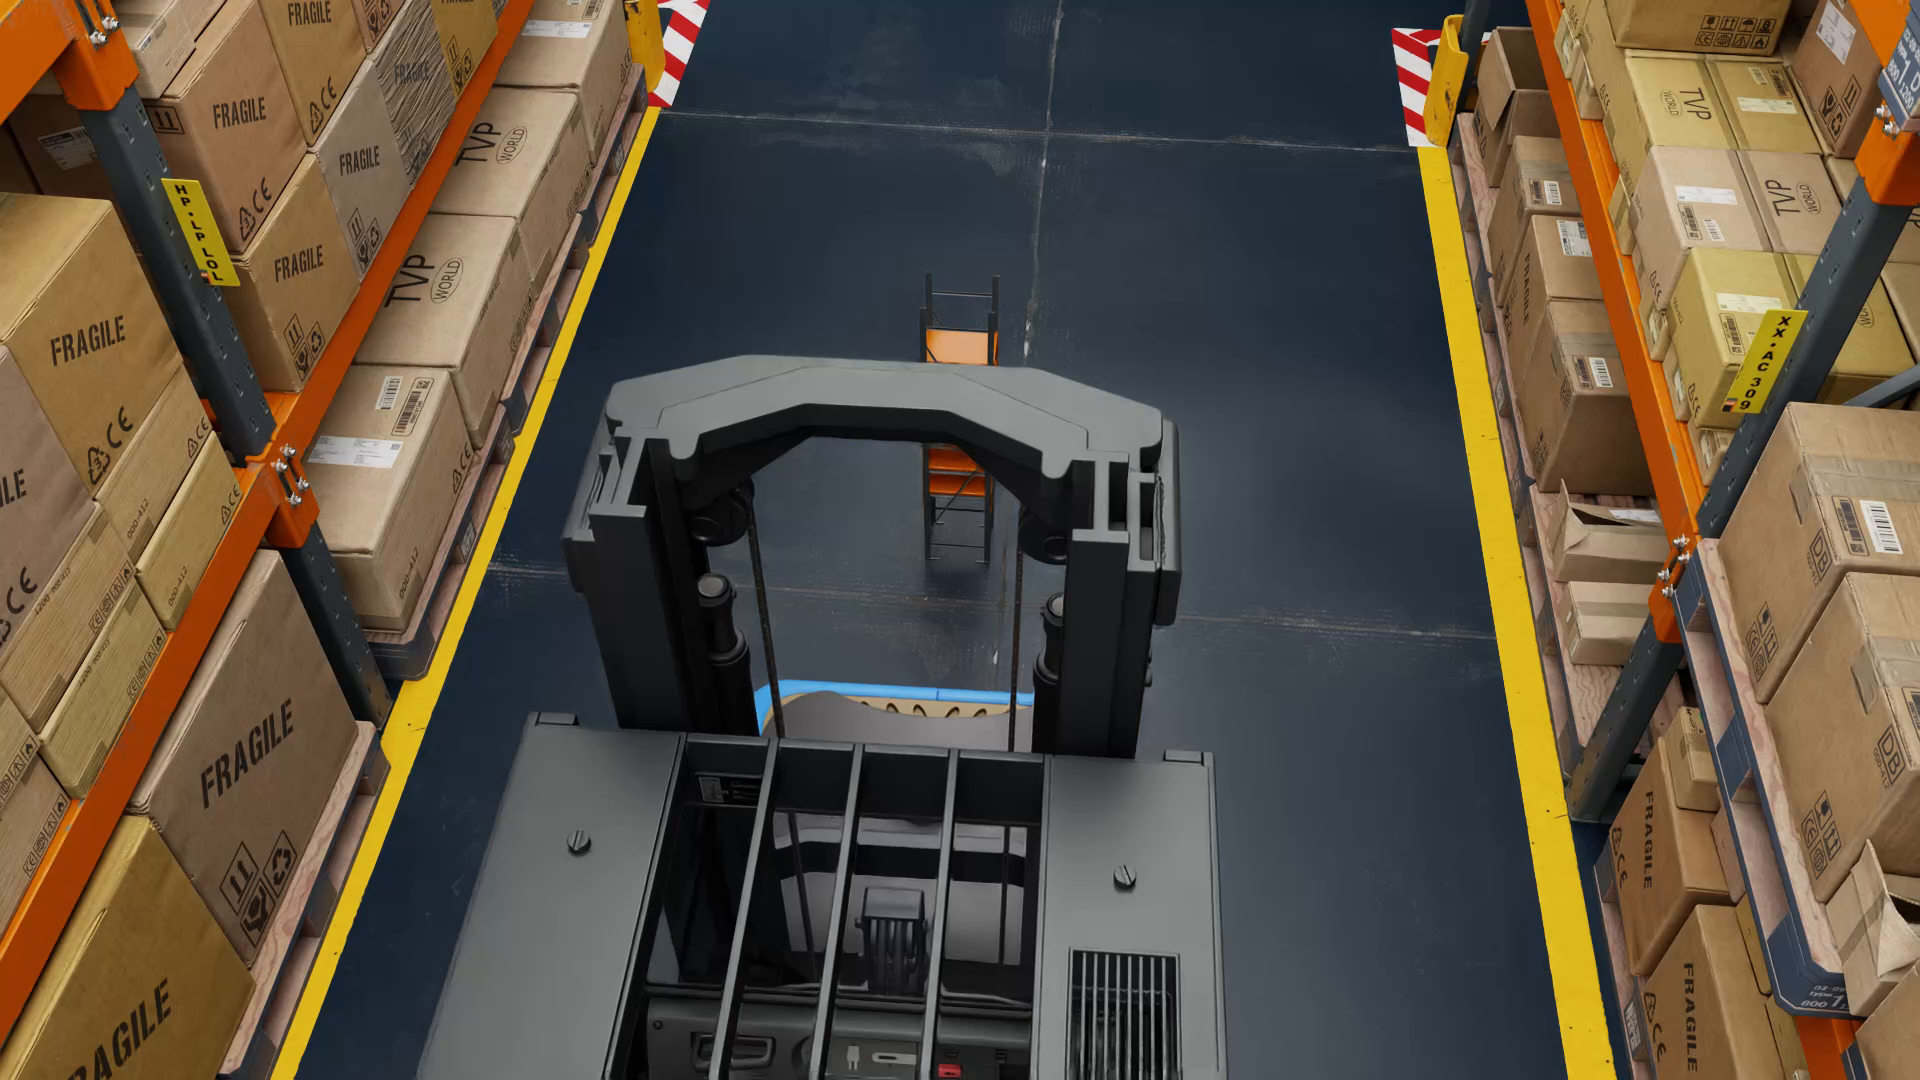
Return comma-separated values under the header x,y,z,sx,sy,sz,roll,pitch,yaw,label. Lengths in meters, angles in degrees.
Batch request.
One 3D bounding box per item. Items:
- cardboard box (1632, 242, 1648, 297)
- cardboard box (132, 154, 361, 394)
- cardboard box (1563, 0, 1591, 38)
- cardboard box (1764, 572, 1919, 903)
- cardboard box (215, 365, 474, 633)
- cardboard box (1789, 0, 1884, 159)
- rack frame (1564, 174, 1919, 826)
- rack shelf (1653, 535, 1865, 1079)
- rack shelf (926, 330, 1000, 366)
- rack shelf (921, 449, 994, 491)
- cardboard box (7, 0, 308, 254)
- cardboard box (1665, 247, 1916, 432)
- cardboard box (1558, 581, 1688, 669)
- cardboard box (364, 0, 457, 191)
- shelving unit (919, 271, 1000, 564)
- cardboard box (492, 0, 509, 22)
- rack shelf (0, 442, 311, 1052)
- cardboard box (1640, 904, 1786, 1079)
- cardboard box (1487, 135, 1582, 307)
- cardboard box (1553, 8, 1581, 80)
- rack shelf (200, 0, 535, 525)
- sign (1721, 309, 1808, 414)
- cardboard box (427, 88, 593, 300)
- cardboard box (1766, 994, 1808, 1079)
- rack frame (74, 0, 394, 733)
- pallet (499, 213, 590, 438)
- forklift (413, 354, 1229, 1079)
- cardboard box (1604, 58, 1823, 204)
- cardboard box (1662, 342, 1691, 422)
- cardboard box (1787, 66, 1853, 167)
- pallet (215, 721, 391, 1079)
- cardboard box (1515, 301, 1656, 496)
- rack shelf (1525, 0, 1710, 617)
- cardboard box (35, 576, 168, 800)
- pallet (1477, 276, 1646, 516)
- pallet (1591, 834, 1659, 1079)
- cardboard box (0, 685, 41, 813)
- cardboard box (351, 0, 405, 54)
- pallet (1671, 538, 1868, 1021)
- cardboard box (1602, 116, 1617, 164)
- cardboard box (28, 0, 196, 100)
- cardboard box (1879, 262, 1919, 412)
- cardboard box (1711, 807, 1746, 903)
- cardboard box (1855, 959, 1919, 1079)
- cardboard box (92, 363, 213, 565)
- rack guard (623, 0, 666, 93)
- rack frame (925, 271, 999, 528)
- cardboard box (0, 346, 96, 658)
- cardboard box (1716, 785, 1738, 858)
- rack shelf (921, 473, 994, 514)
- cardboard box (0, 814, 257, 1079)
x,y,z,sx,sy,sz,roll,pitch,yaw,label
2.318,-0.849,5.164,0.380,0.149,0.250,5,48,5,cardboard box
-2.152,-0.798,4.879,0.500,0.500,0.500,5,48,5,cardboard box
2.454,-2.037,5.980,0.500,0.250,0.500,3,48,3,cardboard box
2.174,0.440,3.463,0.700,0.500,0.500,4,48,4,cardboard box
-2.291,-0.168,5.823,0.875,0.438,0.875,3,48,3,cardboard box
2.889,-1.485,4.967,0.500,0.500,0.500,3,48,2,cardboard box
2.488,-0.106,4.314,1.000,3.000,0.127,4,48,4,rack frame
2.306,1.607,3.235,1.077,0.370,4.000,4,48,4,rack shelf
-0.001,-0.607,5.565,0.258,0.103,0.180,4,48,4,rack shelf
-0.001,-0.283,5.919,0.258,0.103,0.180,4,48,4,rack shelf
-2.171,-1.142,4.516,0.500,0.500,0.500,4,48,4,cardboard box
2.291,-0.546,4.617,0.500,0.250,0.500,5,48,5,cardboard box
2.246,0.285,5.604,0.380,0.149,0.250,3,48,2,cardboard box
-2.050,-1.533,5.551,0.500,0.500,0.500,4,48,4,cardboard box
-0.001,-0.394,5.798,0.258,1.200,0.189,4,48,4,shelving unit
-1.969,-2.291,6.245,0.500,0.500,0.500,5,48,5,cardboard box
-2.638,1.275,3.538,1.077,0.370,4.000,4,48,4,rack shelf
2.181,1.328,4.412,0.500,0.500,0.500,3,48,3,cardboard box
2.586,-1.275,6.793,0.700,0.500,0.500,6,48,5,cardboard box
2.382,-1.794,6.028,0.380,0.149,0.250,3,48,2,cardboard box
-2.273,-1.664,6.227,1.077,0.370,4.000,4,48,4,rack shelf
1.947,-0.429,4.023,0.100,0.325,0.005,4,48,4,sign
-2.127,-1.489,7.030,0.875,0.438,0.875,5,48,5,cardboard box
2.219,1.223,4.068,0.380,0.149,0.250,3,48,3,cardboard box
-2.455,-0.437,4.617,1.000,3.000,0.127,4,48,4,rack frame
-2.200,-0.948,6.974,1.003,0.211,1.213,4,48,4,pallet
-0.166,1.217,3.150,1.130,2.935,3.031,3,48,3,forklift
2.381,-1.281,5.289,0.500,0.250,0.500,4,48,3,cardboard box
2.268,-0.465,4.813,0.380,0.149,0.250,5,48,5,cardboard box
2.890,-1.250,5.260,0.500,0.250,0.500,5,48,4,cardboard box
-2.451,1.076,5.123,1.003,0.211,1.213,4,48,4,pallet
2.491,-0.512,6.095,0.700,0.500,0.500,2,48,2,cardboard box
2.670,-1.333,5.924,1.077,0.370,4.000,4,48,4,rack shelf
-2.293,0.334,4.013,0.500,0.250,0.500,3,48,3,cardboard box
2.660,-0.568,6.627,1.003,0.211,1.213,4,48,4,pallet
2.451,1.435,4.794,1.003,0.211,1.213,4,48,4,pallet
-2.333,0.534,3.492,0.500,0.250,0.500,5,48,4,cardboard box
-2.061,-1.888,5.199,0.500,0.500,0.500,5,48,4,cardboard box
2.306,0.539,3.855,1.003,0.211,1.213,4,48,4,pallet
2.424,-1.405,5.673,0.380,0.149,0.250,4,48,3,cardboard box
-2.168,-1.242,4.168,0.380,0.149,0.250,3,48,3,cardboard box
2.802,-0.502,4.576,0.500,0.250,0.500,3,48,3,cardboard box
2.242,0.831,4.427,0.380,0.149,0.250,3,48,2,cardboard box
2.102,1.016,2.935,0.700,0.500,0.500,4,48,3,cardboard box
-2.254,-0.215,4.177,0.500,0.250,0.500,4,48,3,cardboard box
-2.089,-2.550,8.244,1.175,0.500,0.348,4,48,4,rack guard
0.007,-0.462,5.859,0.240,1.200,0.006,4,48,4,rack frame
-2.286,-0.082,3.547,0.500,0.500,0.500,5,48,4,cardboard box
2.214,0.717,4.330,0.380,0.149,0.250,2,48,2,cardboard box
-0.001,-0.202,6.007,0.258,0.103,0.180,4,48,4,rack shelf
-2.507,1.264,4.217,0.875,0.875,0.875,5,48,5,cardboard box
